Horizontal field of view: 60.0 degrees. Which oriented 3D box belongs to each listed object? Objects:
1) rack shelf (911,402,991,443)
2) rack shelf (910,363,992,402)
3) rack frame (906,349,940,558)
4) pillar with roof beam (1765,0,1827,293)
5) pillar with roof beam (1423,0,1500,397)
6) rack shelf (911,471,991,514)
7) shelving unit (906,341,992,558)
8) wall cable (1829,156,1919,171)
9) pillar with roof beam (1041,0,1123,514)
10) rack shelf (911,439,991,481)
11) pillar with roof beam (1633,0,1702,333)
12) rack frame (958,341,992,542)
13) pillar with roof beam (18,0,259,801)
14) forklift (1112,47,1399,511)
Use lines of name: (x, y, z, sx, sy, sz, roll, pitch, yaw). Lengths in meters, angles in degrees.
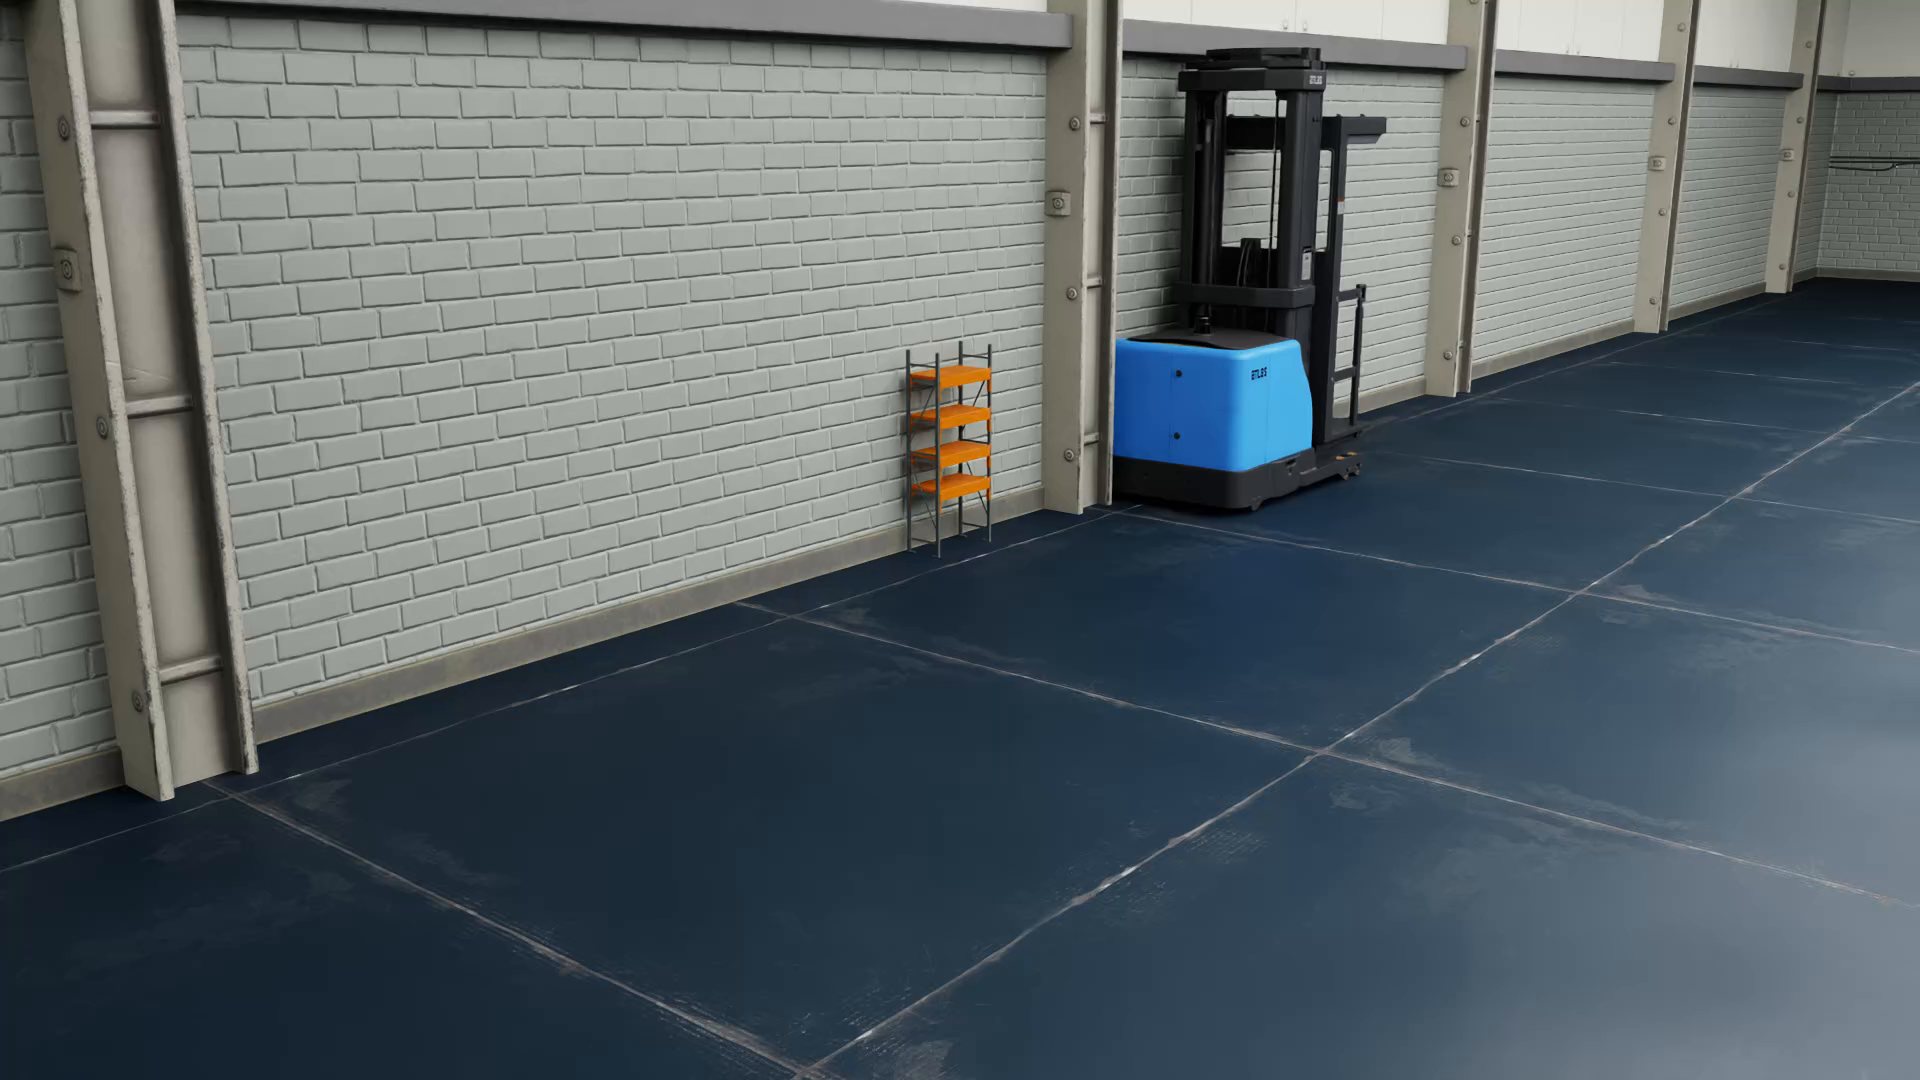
rack shelf: (-0.062, -0.694, 9.781, 0.258, 0.148, 0.480, 11, 18, 37)
rack shelf: (-0.062, -0.923, 9.722, 0.258, 0.148, 0.480, 11, 18, 37)
rack frame: (-0.214, -0.495, 9.634, 0.240, 1.200, 0.015, 11, 18, 37)
pillar with roof beam: (15.432, -7.369, 20.854, 9.100, 9.000, 0.400, 11, 18, 38)
pillar with roof beam: (7.890, -5.071, 11.807, 9.100, 9.000, 0.400, 11, 18, 38)
rack shelf: (-0.062, -0.285, 9.885, 0.258, 0.148, 0.480, 11, 18, 37)
shelving unit: (-0.062, -0.542, 9.819, 0.258, 1.200, 0.503, 11, 18, 37)
wall cable: (14.964, -6.890, 25.274, 3.097, 2.526, 0.112, 11, 18, 38)
pillar with roof beam: (4.119, -3.922, 7.284, 9.100, 9.000, 0.400, 11, 18, 38)
rack shelf: (-0.062, -0.477, 9.836, 0.258, 0.148, 0.480, 11, 18, 37)
pillar with roof beam: (11.661, -6.220, 16.331, 9.100, 9.000, 0.400, 11, 18, 38)
rack frame: (0.089, -0.589, 10.004, 0.240, 1.200, 0.015, 11, 18, 37)
pillar with roof beam: (0.348, -2.773, 2.761, 9.100, 9.000, 0.400, 11, 18, 38)
forklift: (2.260, -1.916, 11.711, 1.130, 2.935, 3.031, 10, 18, 36)
